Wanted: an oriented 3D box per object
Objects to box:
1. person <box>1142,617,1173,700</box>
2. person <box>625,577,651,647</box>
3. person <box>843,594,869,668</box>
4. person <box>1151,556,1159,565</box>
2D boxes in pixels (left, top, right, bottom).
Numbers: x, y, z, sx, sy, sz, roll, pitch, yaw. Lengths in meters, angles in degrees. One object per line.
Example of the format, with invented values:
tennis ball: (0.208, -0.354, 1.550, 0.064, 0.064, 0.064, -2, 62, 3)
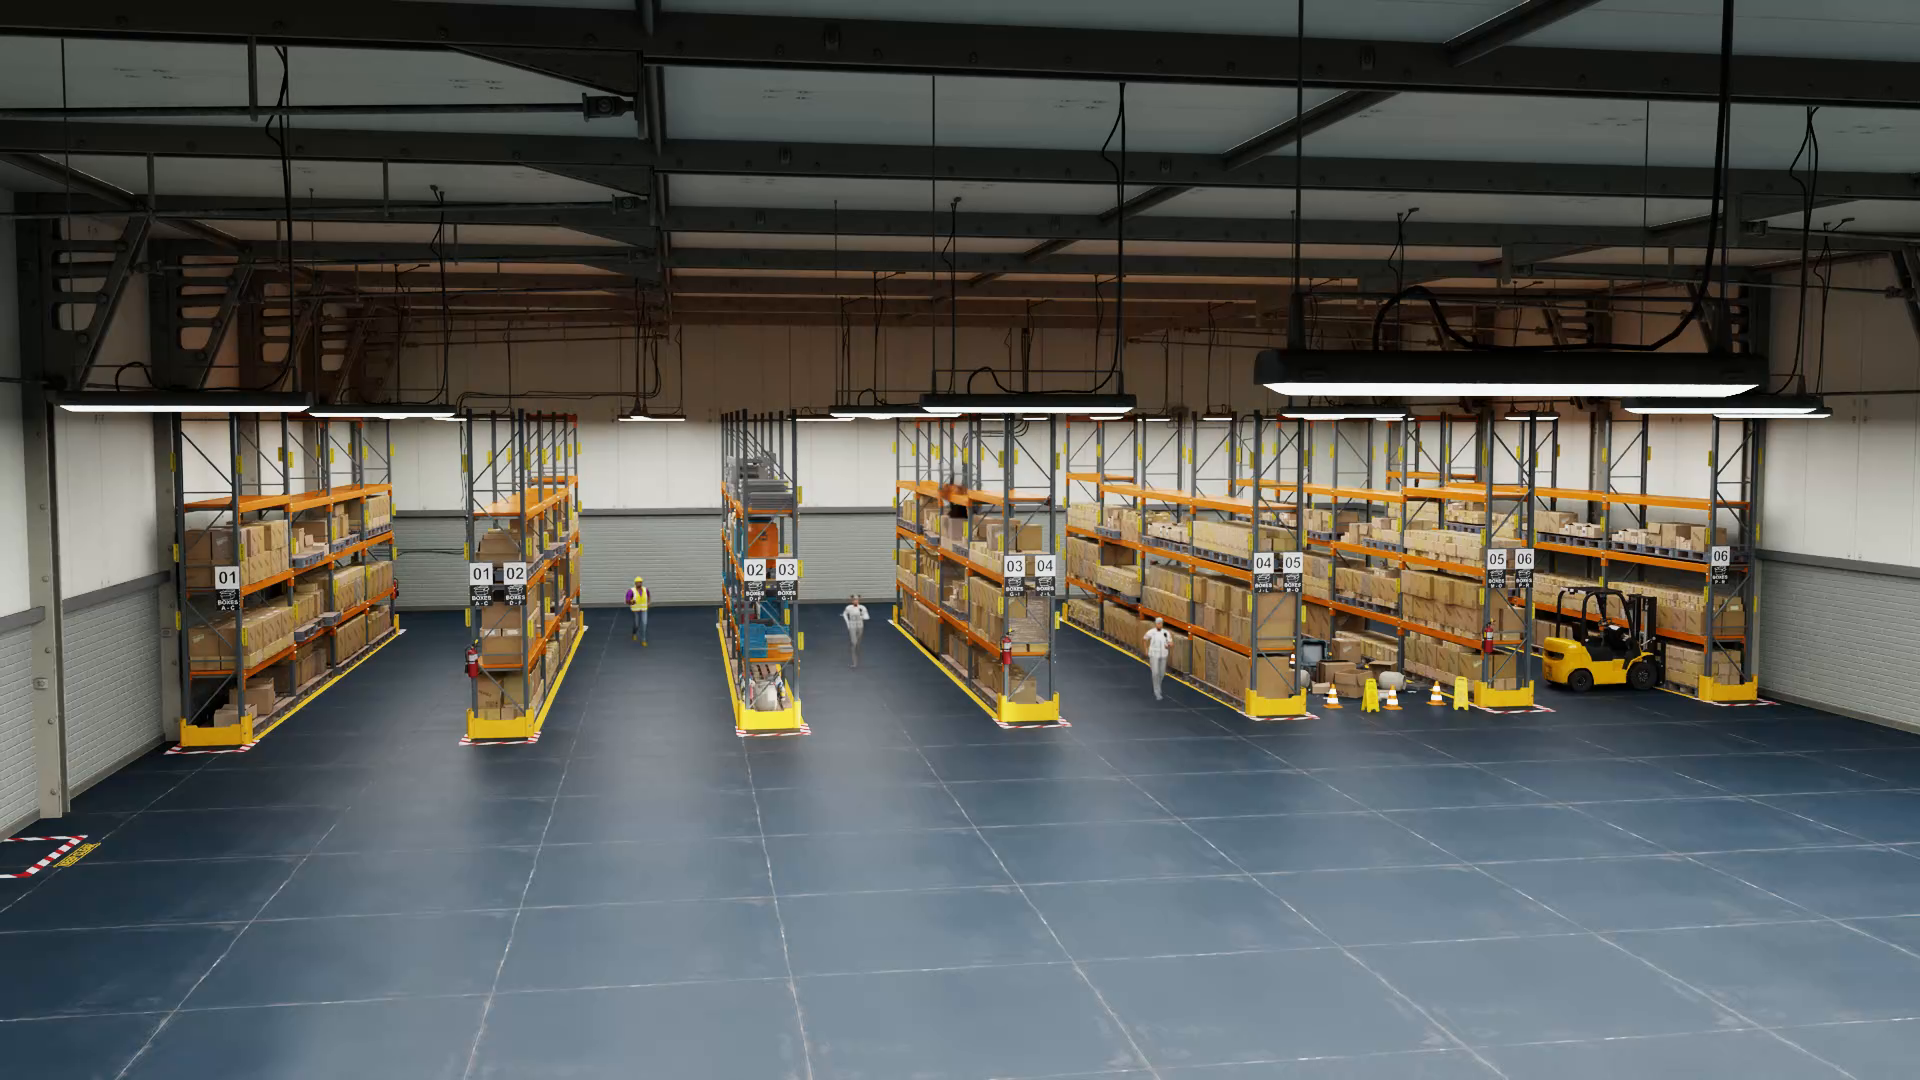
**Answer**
person: (4.146, 2.450, 34.769, 0.610, 1.675, 0.915, -1, 4, -10)
person: (-8.278, 1.835, 42.899, 0.702, 1.765, 0.971, -2, 4, -25)
person: (-2.447, 2.135, 39.460, 0.584, 1.754, 0.760, -1, 4, -14)
person: (5.894, 1.357, 50.389, 0.766, 1.743, 0.559, -1, 4, -9)
